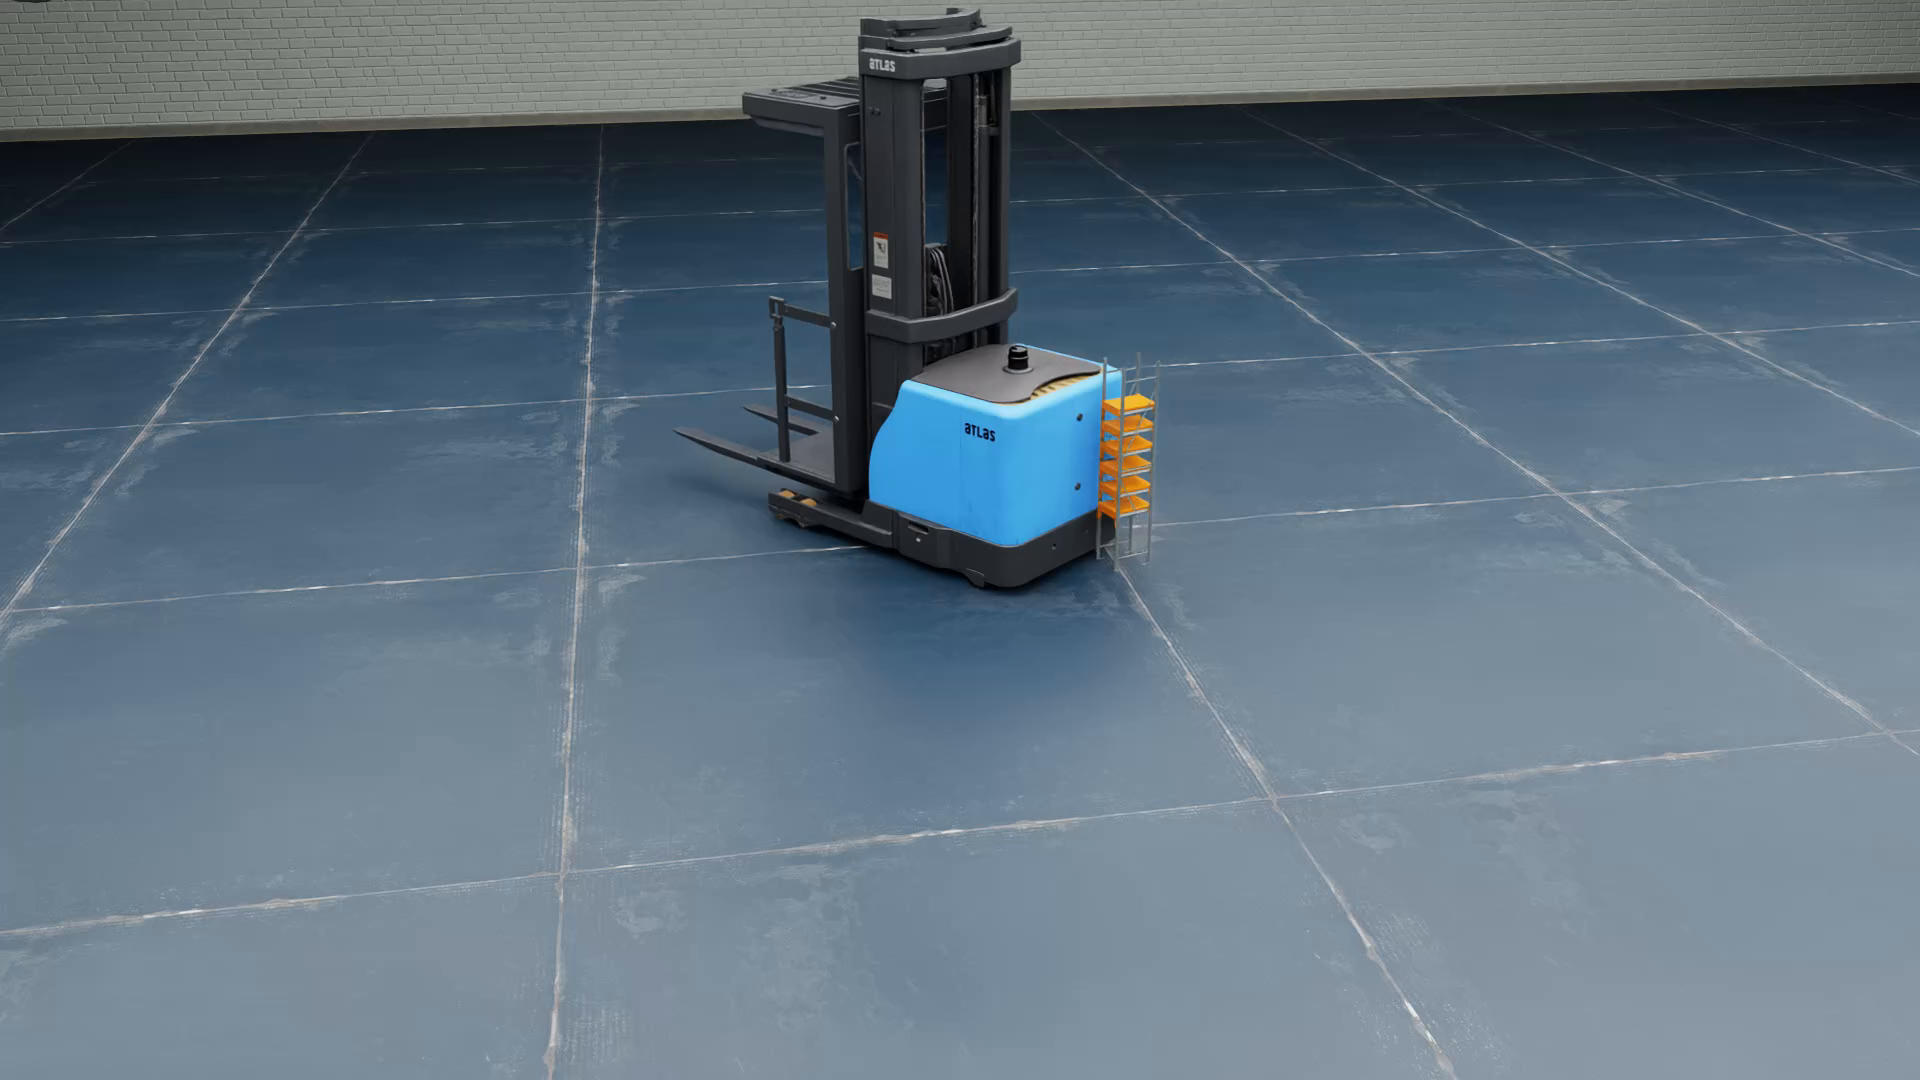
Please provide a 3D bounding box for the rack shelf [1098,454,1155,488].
[{"bbox_3d":[0.926,-0.383,9.239,0.258,0.103,0.180,-13,27,-26],"label":"rack shelf"}]

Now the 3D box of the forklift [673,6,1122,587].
[{"bbox_3d":[-0.519,-1.561,9.662,3.031,2.935,1.130,19,30,37],"label":"forklift"}]

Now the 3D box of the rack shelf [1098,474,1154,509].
[{"bbox_3d":[0.926,-0.273,9.287,0.258,0.103,0.180,-13,27,-26],"label":"rack shelf"}]

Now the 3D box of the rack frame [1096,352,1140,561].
[{"bbox_3d":[0.882,-0.456,9.295,0.240,1.200,0.006,-13,27,-26],"label":"rack frame"}]

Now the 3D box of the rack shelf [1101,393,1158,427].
[{"bbox_3d":[0.926,-0.713,9.095,0.258,0.103,0.180,-13,27,-26],"label":"rack shelf"}]

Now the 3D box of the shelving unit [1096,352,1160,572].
[{"bbox_3d":[0.926,-0.424,9.221,0.258,1.200,0.189,-13,27,-26],"label":"shelving unit"}]

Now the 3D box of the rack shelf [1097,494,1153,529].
[{"bbox_3d":[0.926,-0.163,9.335,0.258,0.103,0.180,-13,27,-26],"label":"rack shelf"}]

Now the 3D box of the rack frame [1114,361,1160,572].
[{"bbox_3d":[0.971,-0.392,9.148,0.240,1.200,0.006,-13,27,-26],"label":"rack frame"}]

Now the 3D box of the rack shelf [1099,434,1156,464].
[{"bbox_3d":[0.926,-0.493,9.191,0.258,0.103,0.180,-13,27,-26],"label":"rack shelf"}]

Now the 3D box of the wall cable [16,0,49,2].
[{"bbox_3d":[-12.773,-7.829,20.312,3.097,2.526,0.112,-4,24,-10],"label":"wall cable"}]

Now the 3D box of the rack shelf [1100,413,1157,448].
[{"bbox_3d":[0.926,-0.603,9.143,0.258,0.103,0.180,-13,27,-26],"label":"rack shelf"}]
